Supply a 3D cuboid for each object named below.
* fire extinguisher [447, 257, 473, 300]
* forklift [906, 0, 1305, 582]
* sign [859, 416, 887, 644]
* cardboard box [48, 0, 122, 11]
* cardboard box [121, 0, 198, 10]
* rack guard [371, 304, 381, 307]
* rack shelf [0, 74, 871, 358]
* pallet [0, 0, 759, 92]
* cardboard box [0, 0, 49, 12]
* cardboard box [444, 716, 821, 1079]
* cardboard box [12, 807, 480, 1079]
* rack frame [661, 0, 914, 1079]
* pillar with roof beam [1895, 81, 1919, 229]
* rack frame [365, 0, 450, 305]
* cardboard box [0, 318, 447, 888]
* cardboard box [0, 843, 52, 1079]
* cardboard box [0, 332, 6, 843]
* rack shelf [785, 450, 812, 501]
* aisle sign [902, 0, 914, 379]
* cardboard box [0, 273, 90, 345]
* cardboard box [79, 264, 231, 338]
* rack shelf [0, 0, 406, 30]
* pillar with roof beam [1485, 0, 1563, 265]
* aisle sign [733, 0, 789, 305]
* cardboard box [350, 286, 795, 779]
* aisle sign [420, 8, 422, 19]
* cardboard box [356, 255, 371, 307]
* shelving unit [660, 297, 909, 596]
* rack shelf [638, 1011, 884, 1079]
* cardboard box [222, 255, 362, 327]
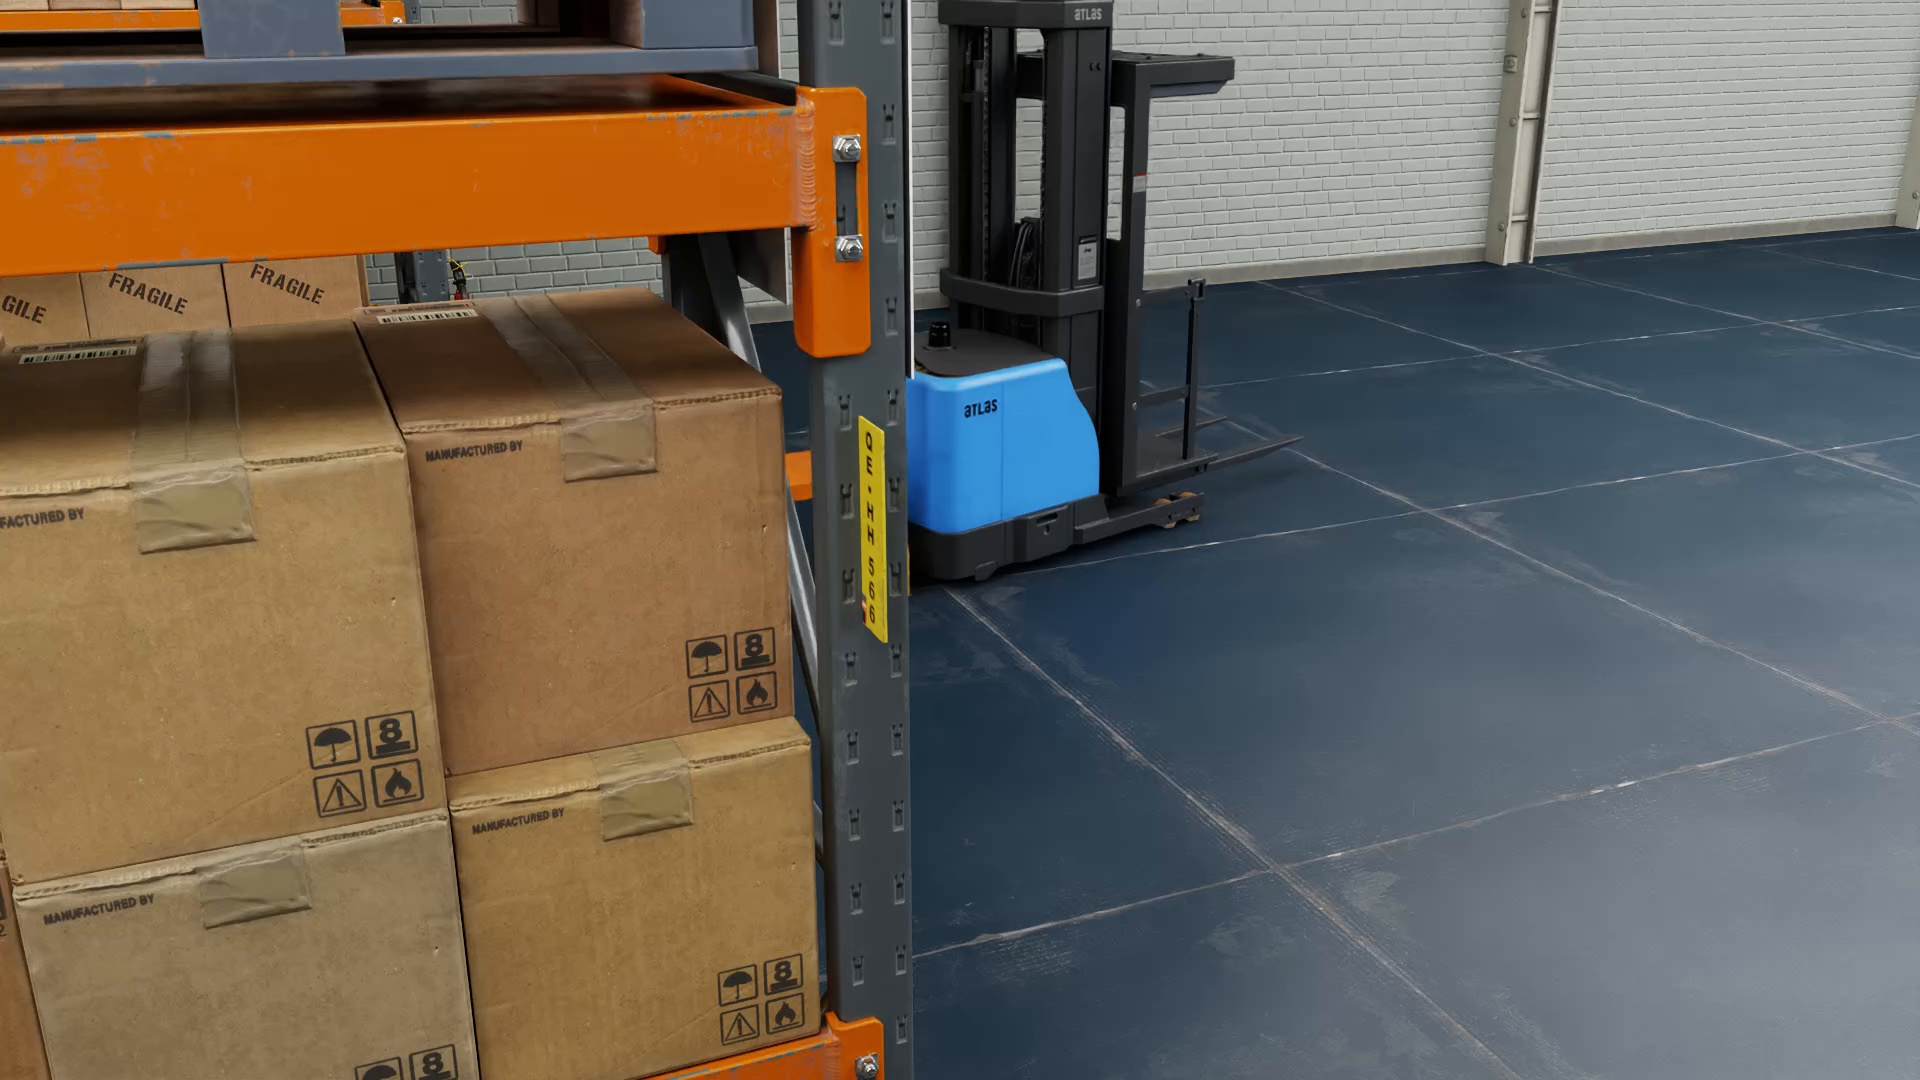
[{"bbox_3d":[-2.097,-0.858,7.060,0.183,0.674,0.296,-8,21,-22],"label":"fire extinguisher"},{"bbox_3d":[0.742,-1.561,9.042,3.031,2.935,1.130,-16,25,-38],"label":"forklift"},{"bbox_3d":[-0.129,-0.015,2.447,0.005,0.325,0.100,-8,21,-22],"label":"sign"},{"bbox_3d":[-3.334,-2.104,6.343,0.250,0.149,0.380,-8,21,-21],"label":"cardboard box"},{"bbox_3d":[-3.075,-2.117,6.380,0.250,0.149,0.380,-7,21,-20],"label":"cardboard box"},{"bbox_3d":[-4.332,-1.358,12.125,0.348,0.500,1.175,-8,21,-22],"label":"rack guard"},{"bbox_3d":[-2.168,-0.336,2.028,4.000,0.370,1.077,-8,21,-22],"label":"rack shelf"},{"bbox_3d":[-1.008,-0.796,2.384,1.213,0.211,1.003,-8,21,-22],"label":"pallet"},{"bbox_3d":[-3.544,-2.057,6.209,0.250,0.149,0.380,-8,21,-22],"label":"cardboard box"},{"bbox_3d":[-0.654,0.468,2.951,0.550,0.550,0.875,-8,21,-22],"label":"cardboard box"},{"bbox_3d":[-1.150,0.547,2.726,0.550,0.550,0.875,-8,21,-22],"label":"cardboard box"},{"bbox_3d":[-0.330,0.477,3.151,0.053,2.616,0.949,-8,21,-22],"label":"rack frame"},{"bbox_3d":[12.882,-6.601,14.221,0.400,9.000,9.100,-8,21,-22],"label":"pillar with roof beam"},{"bbox_3d":[-2.385,-1.020,7.403,0.127,3.000,1.000,-8,21,-22],"label":"rack frame"},{"bbox_3d":[-1.156,0.033,2.559,0.550,0.550,0.875,-8,21,-22],"label":"cardboard box"},{"bbox_3d":[-1.714,0.582,2.626,0.550,0.550,0.875,-8,21,-22],"label":"cardboard box"},{"bbox_3d":[-1.724,0.066,2.467,0.550,0.550,0.875,-8,21,-22],"label":"cardboard box"},{"bbox_3d":[-0.852,-0.262,8.050,1.000,0.185,0.538,-10,22,-26],"label":"rack shelf"},{"bbox_3d":[-0.147,-0.668,2.489,0.004,0.787,0.394,-8,21,-22],"label":"aisle sign"},{"bbox_3d":[-3.696,-0.923,6.529,0.500,0.500,0.500,-8,21,-22],"label":"cardboard box"},{"bbox_3d":[-3.236,-0.988,6.713,0.500,0.500,0.500,-8,21,-22],"label":"cardboard box"},{"bbox_3d":[-4.221,-1.833,6.277,4.000,0.370,1.077,-8,21,-22],"label":"rack shelf"},{"bbox_3d":[7.373,-5.812,11.980,0.400,9.000,9.100,-8,21,-22],"label":"pillar with roof beam"},{"bbox_3d":[-0.385,-0.851,3.008,0.004,0.787,0.394,-8,21,-22],"label":"aisle sign"},{"bbox_3d":[-0.687,-0.067,2.844,0.550,0.550,0.875,-8,21,-22],"label":"cardboard box"},{"bbox_3d":[-2.213,-2.166,6.743,0.004,0.787,0.394,-8,21,-22],"label":"aisle sign"},{"bbox_3d":[-2.930,-1.230,7.400,0.500,0.500,0.500,-8,21,-23],"label":"cardboard box"},{"bbox_3d":[-0.860,-0.430,7.986,1.083,1.500,0.587,-10,22,-26],"label":"shelving unit"},{"bbox_3d":[-2.168,1.078,2.526,4.000,0.370,1.077,-8,21,-22],"label":"rack shelf"},{"bbox_3d":[-2.774,-1.052,6.896,0.500,0.500,0.500,-9,21,-23],"label":"cardboard box"}]
